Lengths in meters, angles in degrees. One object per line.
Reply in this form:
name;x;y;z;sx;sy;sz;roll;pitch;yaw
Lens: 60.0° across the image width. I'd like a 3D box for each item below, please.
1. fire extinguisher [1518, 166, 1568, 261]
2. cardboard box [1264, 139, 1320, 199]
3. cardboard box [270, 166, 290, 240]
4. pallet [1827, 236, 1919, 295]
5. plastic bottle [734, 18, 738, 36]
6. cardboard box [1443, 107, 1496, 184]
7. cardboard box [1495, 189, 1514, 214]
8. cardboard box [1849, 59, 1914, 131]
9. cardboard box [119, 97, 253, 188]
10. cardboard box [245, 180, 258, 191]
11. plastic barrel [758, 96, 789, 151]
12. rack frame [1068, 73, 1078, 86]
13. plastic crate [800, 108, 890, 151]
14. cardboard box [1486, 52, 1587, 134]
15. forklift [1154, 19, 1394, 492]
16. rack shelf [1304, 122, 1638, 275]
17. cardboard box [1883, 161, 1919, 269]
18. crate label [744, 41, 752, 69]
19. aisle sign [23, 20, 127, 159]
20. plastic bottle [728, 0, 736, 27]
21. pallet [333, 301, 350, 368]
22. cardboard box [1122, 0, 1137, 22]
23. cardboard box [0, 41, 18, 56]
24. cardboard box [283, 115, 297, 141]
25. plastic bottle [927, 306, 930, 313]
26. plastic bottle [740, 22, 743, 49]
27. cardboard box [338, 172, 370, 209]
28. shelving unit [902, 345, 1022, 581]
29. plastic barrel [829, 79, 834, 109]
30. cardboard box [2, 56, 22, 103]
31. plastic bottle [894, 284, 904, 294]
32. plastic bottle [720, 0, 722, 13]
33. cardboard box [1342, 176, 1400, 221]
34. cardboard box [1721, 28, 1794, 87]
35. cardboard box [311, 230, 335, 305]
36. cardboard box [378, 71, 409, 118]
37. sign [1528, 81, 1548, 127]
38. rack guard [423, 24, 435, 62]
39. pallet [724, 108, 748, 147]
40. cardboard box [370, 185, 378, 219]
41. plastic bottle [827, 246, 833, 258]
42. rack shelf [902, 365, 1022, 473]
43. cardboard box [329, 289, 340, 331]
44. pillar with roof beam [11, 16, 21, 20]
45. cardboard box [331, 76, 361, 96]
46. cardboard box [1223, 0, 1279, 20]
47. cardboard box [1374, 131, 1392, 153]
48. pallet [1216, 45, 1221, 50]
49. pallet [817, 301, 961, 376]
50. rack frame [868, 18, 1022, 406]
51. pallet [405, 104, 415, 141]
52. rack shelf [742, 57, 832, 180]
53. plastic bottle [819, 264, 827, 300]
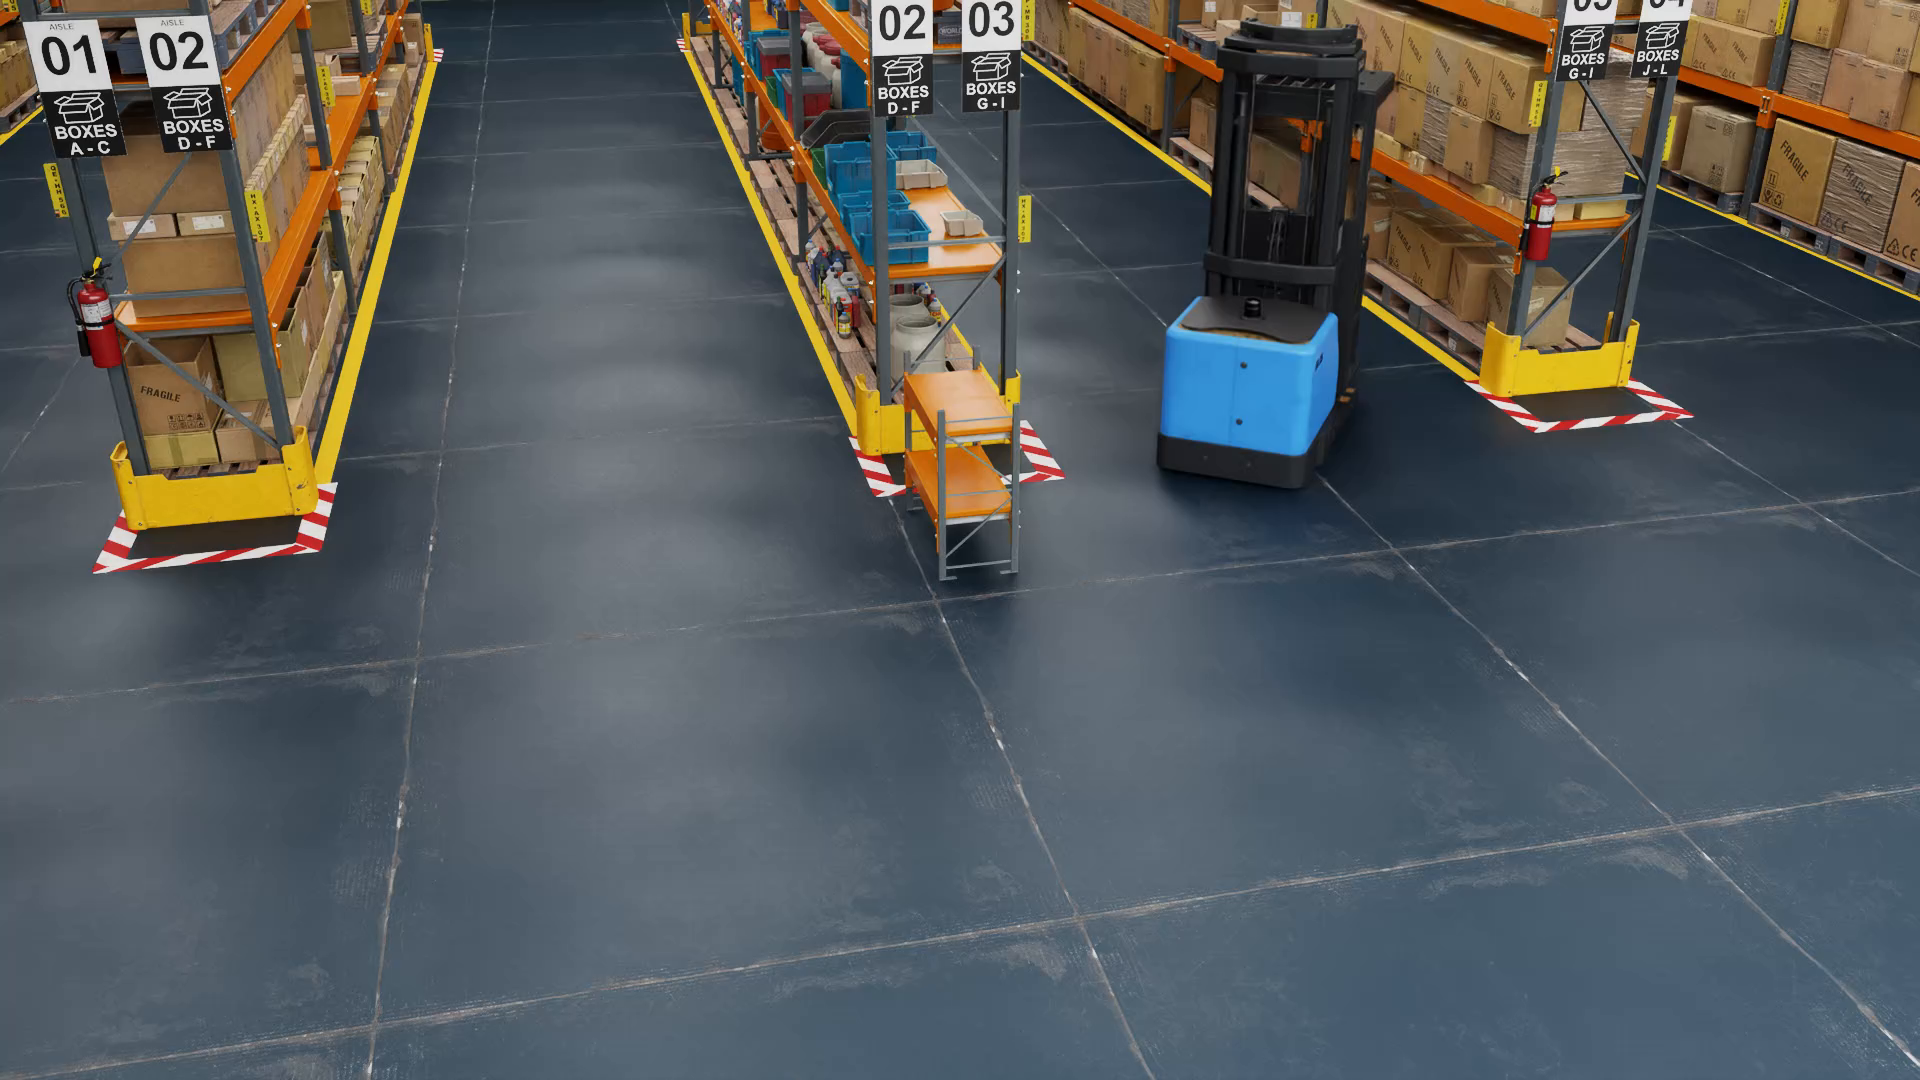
fire extinguisher;4.306;-2.415;12.291;0.296;0.674;0.183;-6;27;-12
cardboard box;3.621;-3.866;17.366;0.700;0.500;0.500;-6;27;-12
cardboard box;-5.368;-2.472;12.209;0.700;0.500;0.500;-5;27;-10
pallet;9.056;-2.639;15.743;1.003;0.211;1.213;-6;27;-12
plastic bottle;-2.620;-6.054;19.636;0.097;0.201;0.097;0;27;0
cardboard box;4.402;-3.176;13.271;0.875;0.500;0.500;-6;27;-12
cardboard box;4.408;-2.648;12.947;0.380;0.149;0.250;-6;27;-12
cardboard box;8.930;-4.180;15.536;0.875;0.550;0.550;-6;27;-12
cardboard box;-5.152;-2.626;11.073;0.700;0.500;0.500;-7;28;-13
cardboard box;-4.919;-2.296;11.139;0.380;0.149;0.250;-6;27;-11
plastic barrel;-2.026;-4.987;19.244;0.600;0.830;0.708;-6;27;-12
rack frame;2.025;-7.815;22.903;1.000;3.000;0.127;-6;27;-12
plastic crate;-1.004;-3.529;14.482;0.767;0.338;0.504;-6;27;-12
cardboard box;4.364;-3.387;12.580;0.500;0.500;0.500;-6;27;-12
forklift;2.389;-2.272;11.998;1.130;2.935;3.031;11;29;20
rack shelf;4.278;-3.103;14.368;1.077;0.370;4.000;-6;27;-12
cardboard box;9.167;-2.922;15.102;0.875;0.875;0.875;-6;27;-12
crate label;-2.170;-5.258;18.024;0.303;0.233;0.416;-6;27;-12
aisle sign;-5.195;-2.644;9.775;0.394;0.787;0.004;-6;27;-12
plastic bottle;-2.731;-6.383;20.123;0.144;0.351;0.185;-6;27;-12
pallet;-5.686;-1.700;13.884;1.003;0.211;1.213;-6;27;-12
cardboard box;2.347;-6.742;20.667;0.500;0.500;0.500;-7;28;-13
cardboard box;-12.539;-6.403;21.696;0.380;0.149;0.250;-7;28;-13
cardboard box;-5.379;-3.196;12.923;0.380;0.149;0.250;-6;27;-12
plastic bottle;-0.225;-1.864;13.731;0.097;0.201;0.097;0;27;0
plastic bottle;-2.458;-5.739;18.921;0.061;0.283;0.133;-6;27;-12
cardboard box;-6.023;-3.390;16.101;0.500;0.311;0.500;-5;27;-10
shelving unit;-0.002;-0.505;10.502;0.538;1.125;1.048;-6;27;-12
plastic barrel;-1.147;-4.334;16.162;0.301;0.262;0.301;0;27;0
cardboard box;-12.632;-5.937;21.491;0.700;0.500;0.500;-6;27;-12
plastic bottle;-0.527;-2.221;14.348;0.061;0.283;0.133;-6;27;-12
plastic bottle;-2.986;-6.798;21.032;0.097;0.271;0.097;0;27;0
cardboard box;3.879;-3.194;16.058;0.500;0.500;0.500;-7;28;-13
cardboard box;8.305;-5.008;17.233;0.500;0.500;0.500;-6;27;-12
cardboard box;-5.406;-2.191;13.515;0.500;0.500;0.500;-6;27;-12
cardboard box;-7.134;-5.485;20.575;0.500;0.500;0.500;-6;27;-11
sign;4.184;-3.157;12.040;0.100;0.325;0.005;-6;27;-12
rack guard;-8.512;-7.417;24.890;1.175;0.500;0.348;-6;27;-12
pallet;-2.389;-5.187;20.793;1.003;0.211;1.213;-6;27;-12
cardboard box;-6.140;-3.361;16.665;0.500;0.250;0.500;-5;27;-10
plastic bottle;-1.150;-2.471;14.843;0.061;0.283;0.133;-6;27;-12
rack shelf;-0.002;-0.766;10.371;0.538;0.278;1.000;-6;27;-12
cardboard box;-5.404;-1.856;13.684;0.500;0.250;0.500;-6;27;-12
pillar with roof beam;-10.612;-12.274;25.082;9.100;9.000;0.400;-6;27;-12
cardboard box;-6.254;-4.575;16.765;0.380;0.149;0.250;-6;27;-12
cardboard box;3.310;-5.823;18.380;0.700;0.500;0.500;-2;27;-4
cardboard box;3.889;-3.519;14.672;0.380;0.149;0.250;-6;27;-12
pallet;3.412;-5.108;17.754;1.003;0.211;1.213;-6;27;-12
pallet;-0.609;-1.719;13.921;1.003;0.211;1.213;-6;27;-12
rack frame;-0.097;-2.044;11.470;1.000;3.000;0.127;-6;27;-12
pallet;-7.408;-5.212;20.842;1.003;0.211;1.213;-6;27;-12
rack shelf;-1.449;-4.356;16.850;1.077;0.370;4.000;-6;27;-12
plastic bottle;-1.181;-2.227;14.360;0.061;0.283;0.133;-5;27;-9
